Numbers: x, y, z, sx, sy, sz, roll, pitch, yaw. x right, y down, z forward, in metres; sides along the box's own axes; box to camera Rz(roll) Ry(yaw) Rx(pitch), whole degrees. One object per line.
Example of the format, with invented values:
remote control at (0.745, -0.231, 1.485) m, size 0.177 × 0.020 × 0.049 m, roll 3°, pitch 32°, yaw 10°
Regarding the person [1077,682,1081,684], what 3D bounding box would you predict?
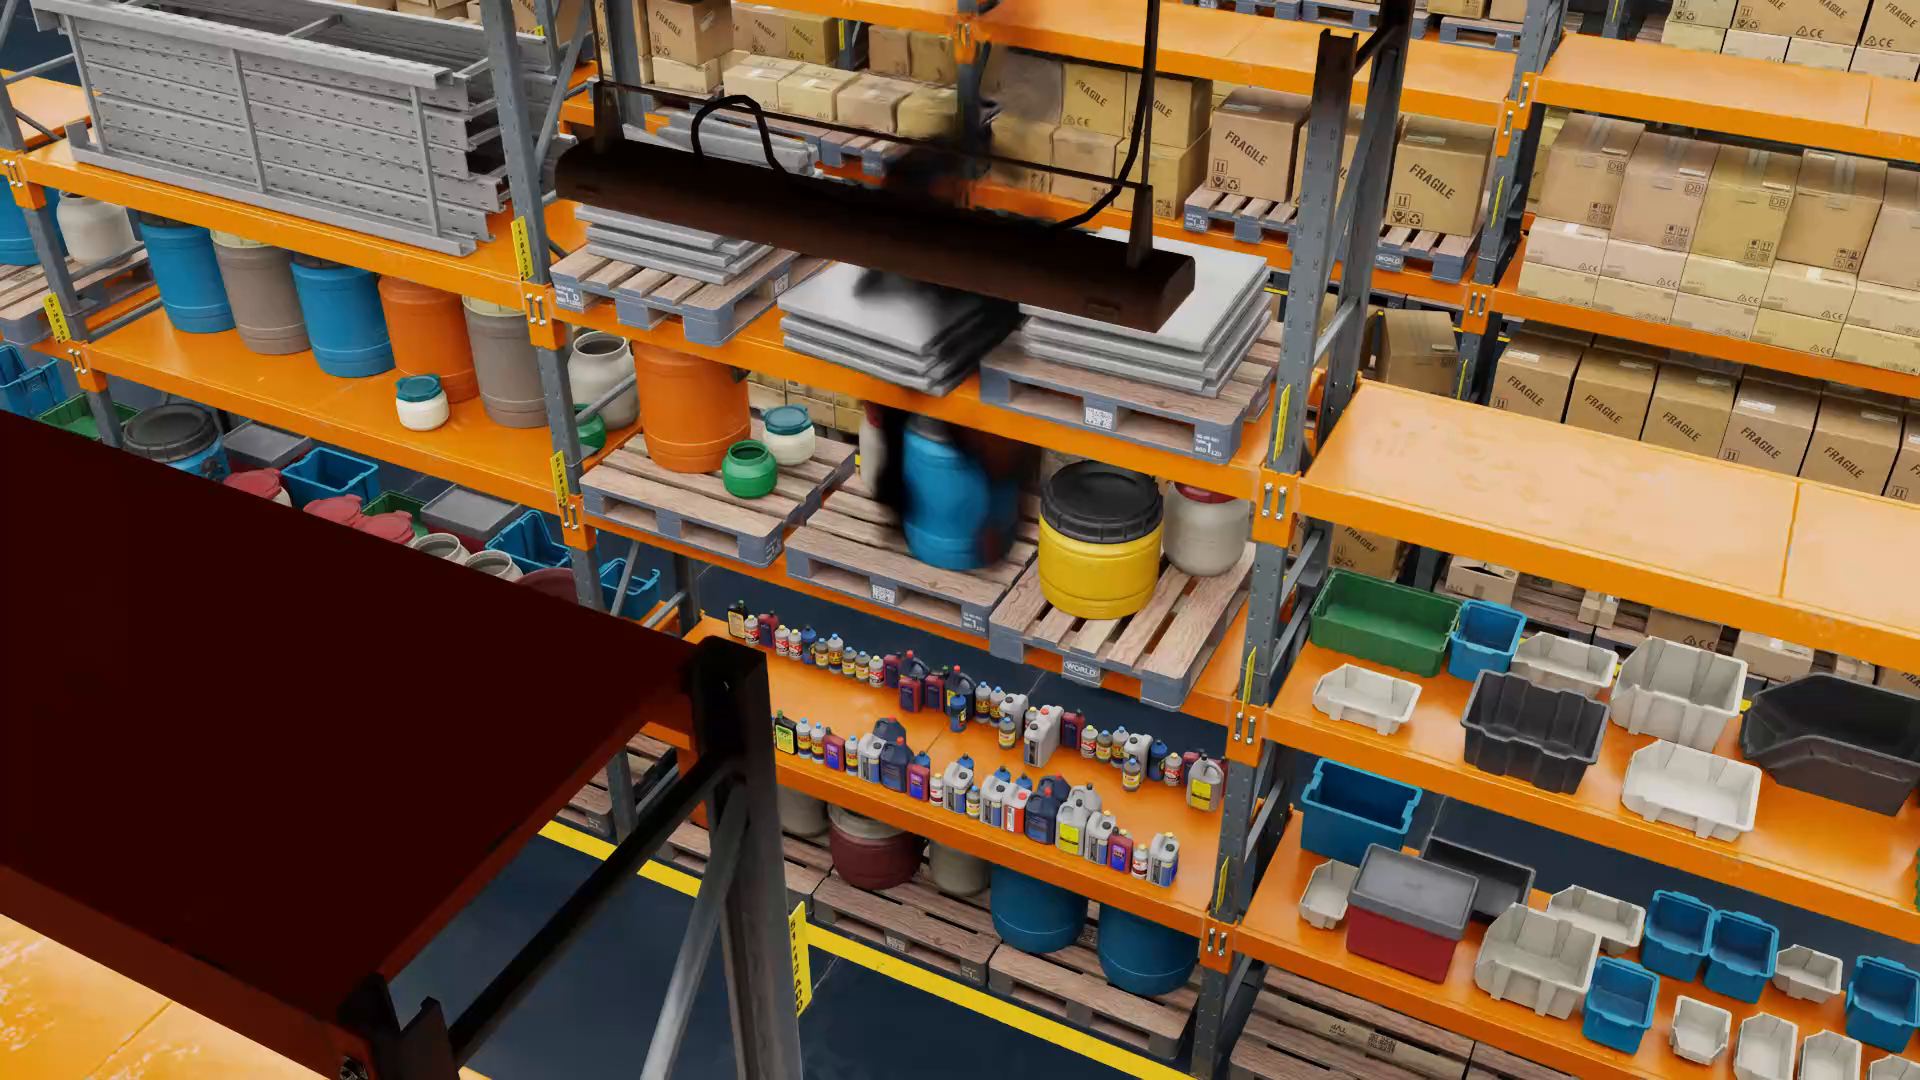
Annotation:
person at (1.016, 0.379, 11.912) m, size 0.554 × 1.660 × 0.616 m, roll 9°, pitch 36°, yaw 12°
